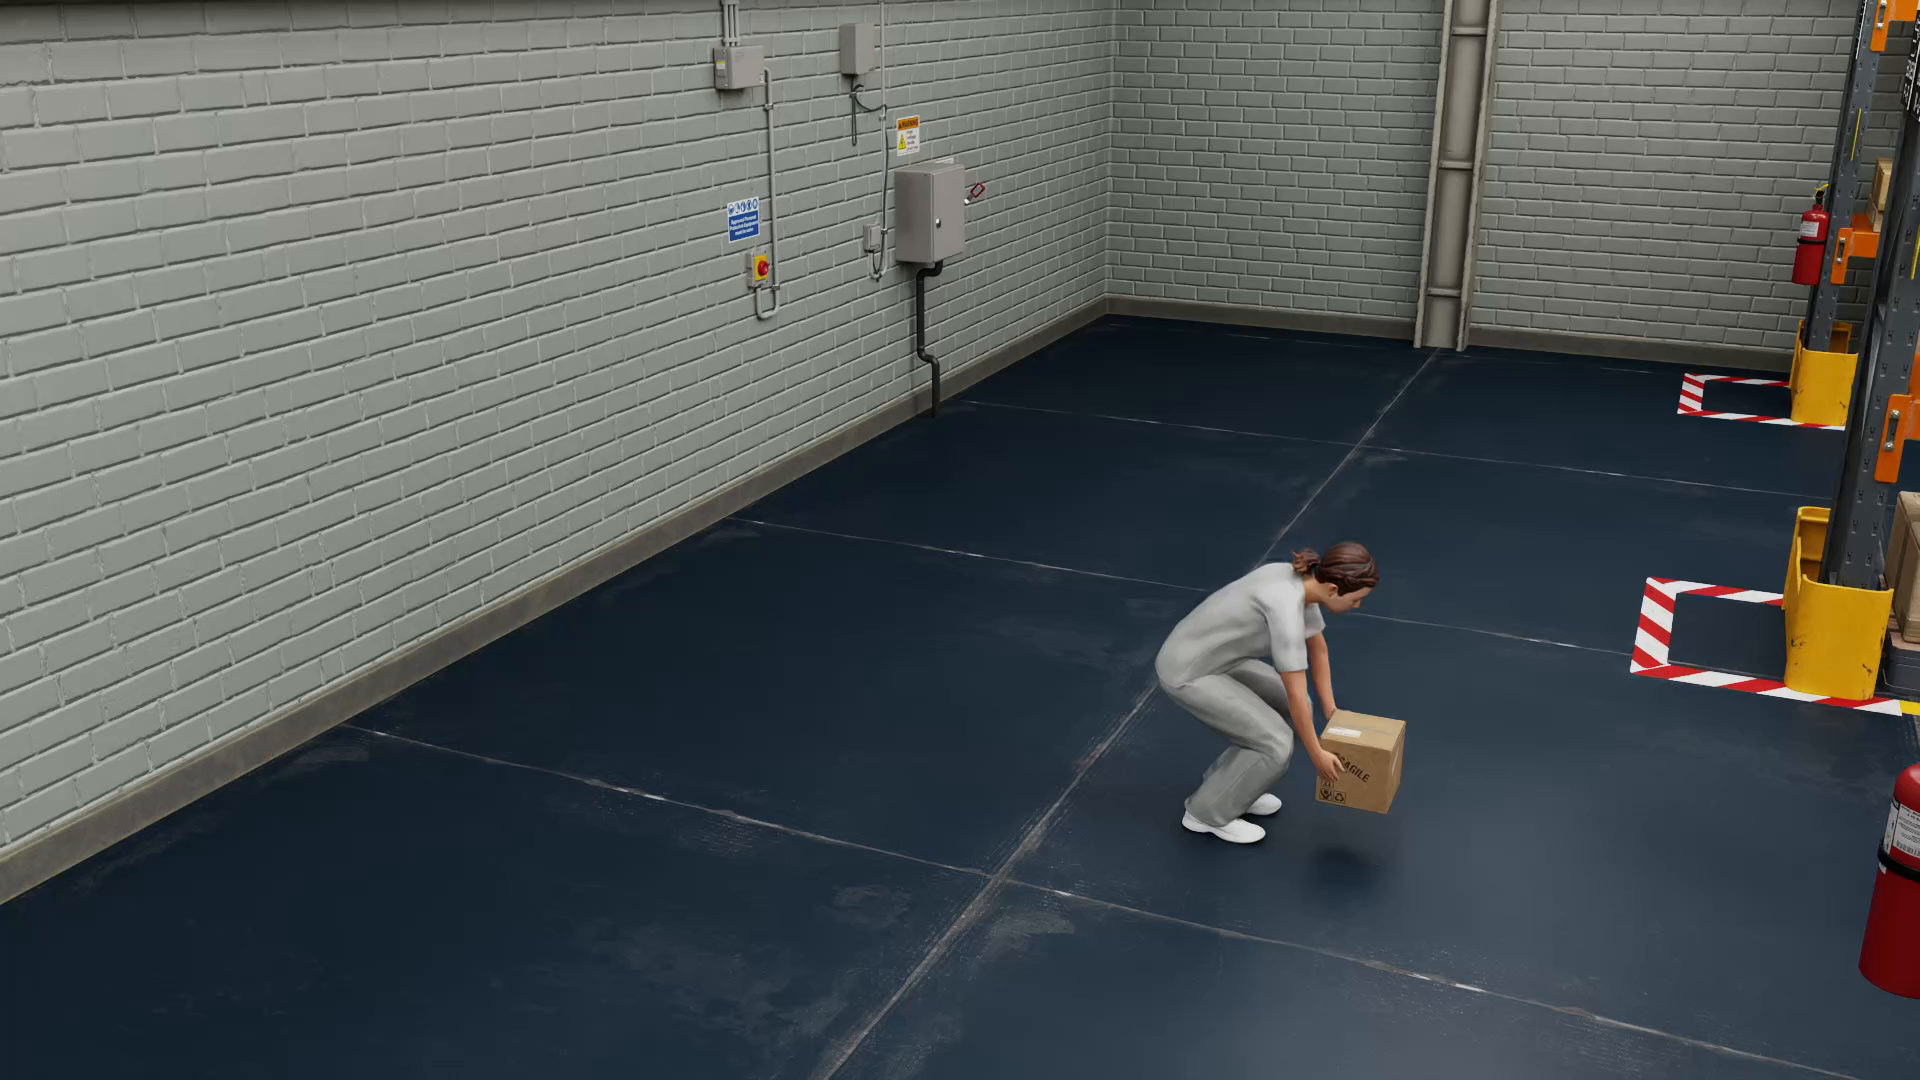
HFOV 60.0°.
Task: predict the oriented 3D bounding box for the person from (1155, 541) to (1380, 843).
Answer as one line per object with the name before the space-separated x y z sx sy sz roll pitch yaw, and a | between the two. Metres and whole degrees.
person | 1.085 0.508 5.960 0.747 1.116 0.496 8 21 23
